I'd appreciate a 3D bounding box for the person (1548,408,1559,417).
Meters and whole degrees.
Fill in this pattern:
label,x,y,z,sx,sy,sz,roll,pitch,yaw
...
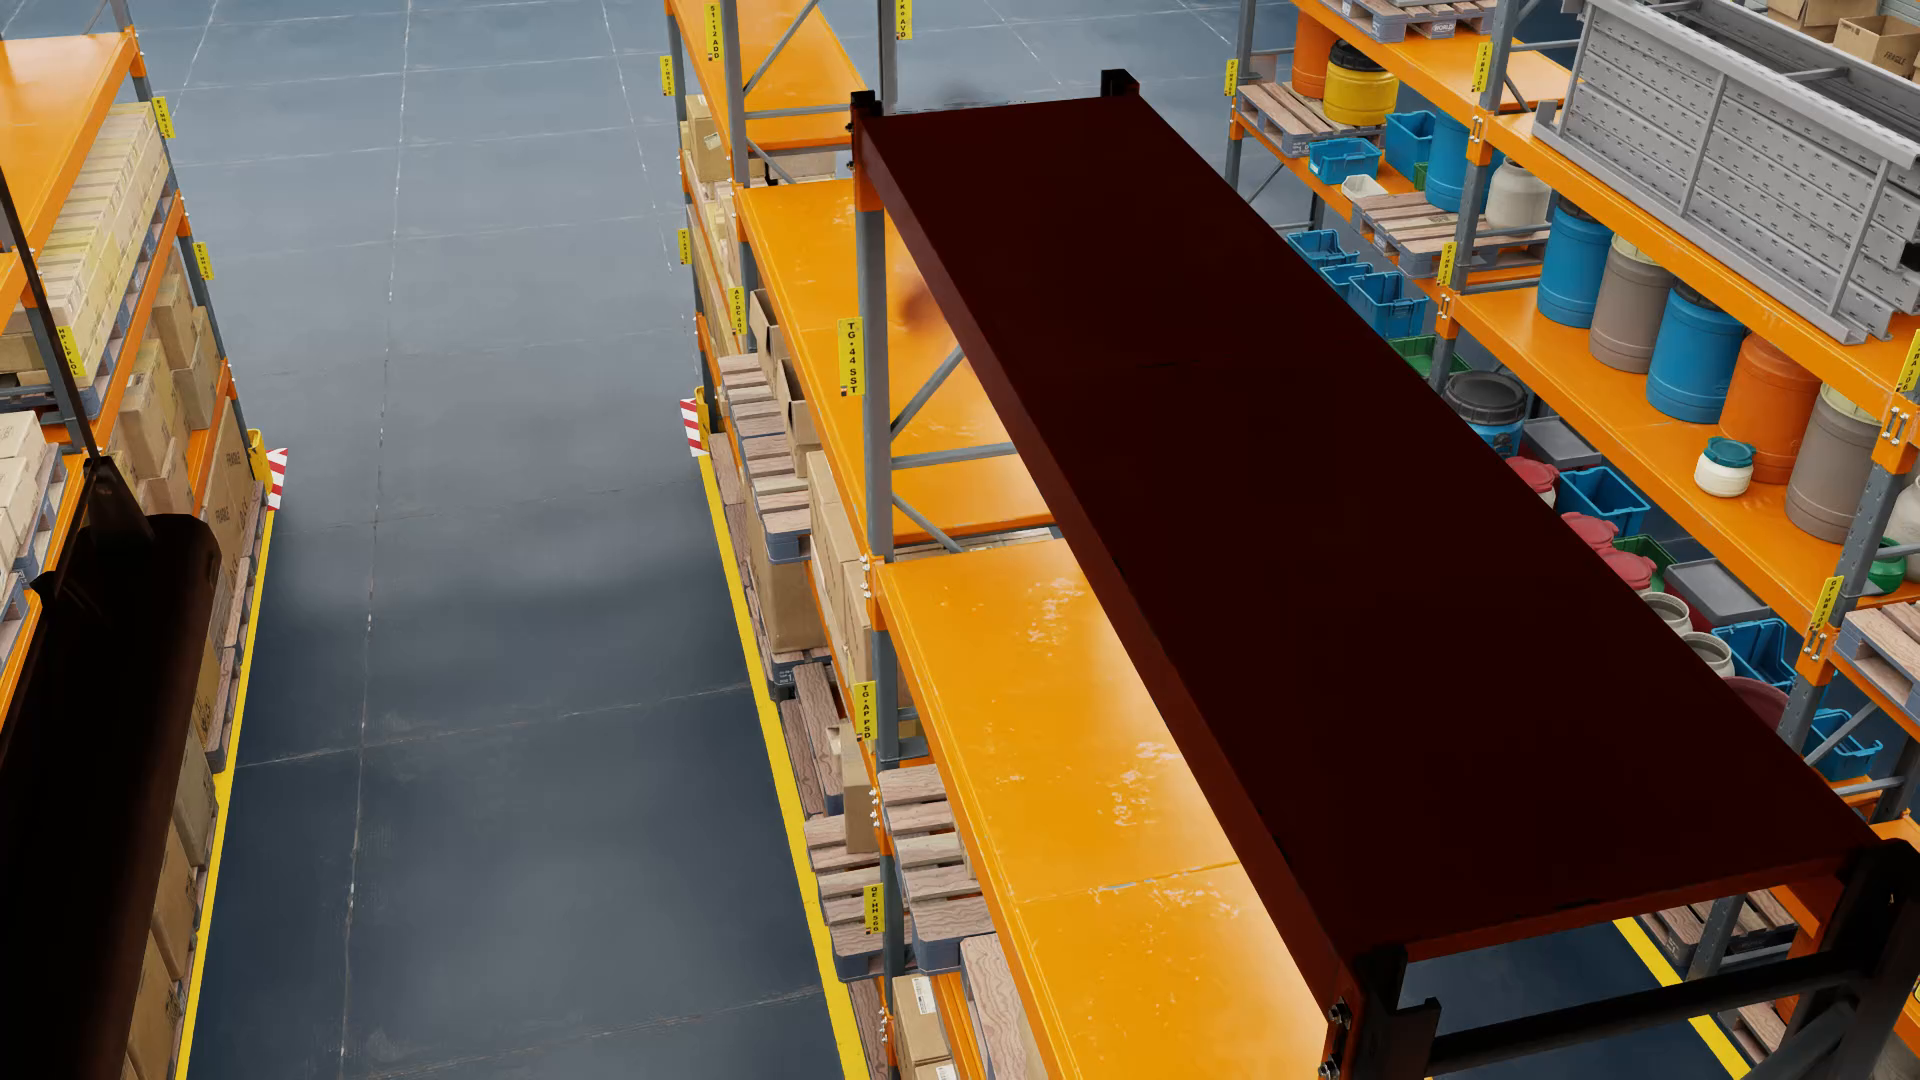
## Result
label,x,y,z,sx,sy,sz,roll,pitch,yaw
person,5.598,-1.700,15.169,0.527,1.609,0.678,-21,40,-28
